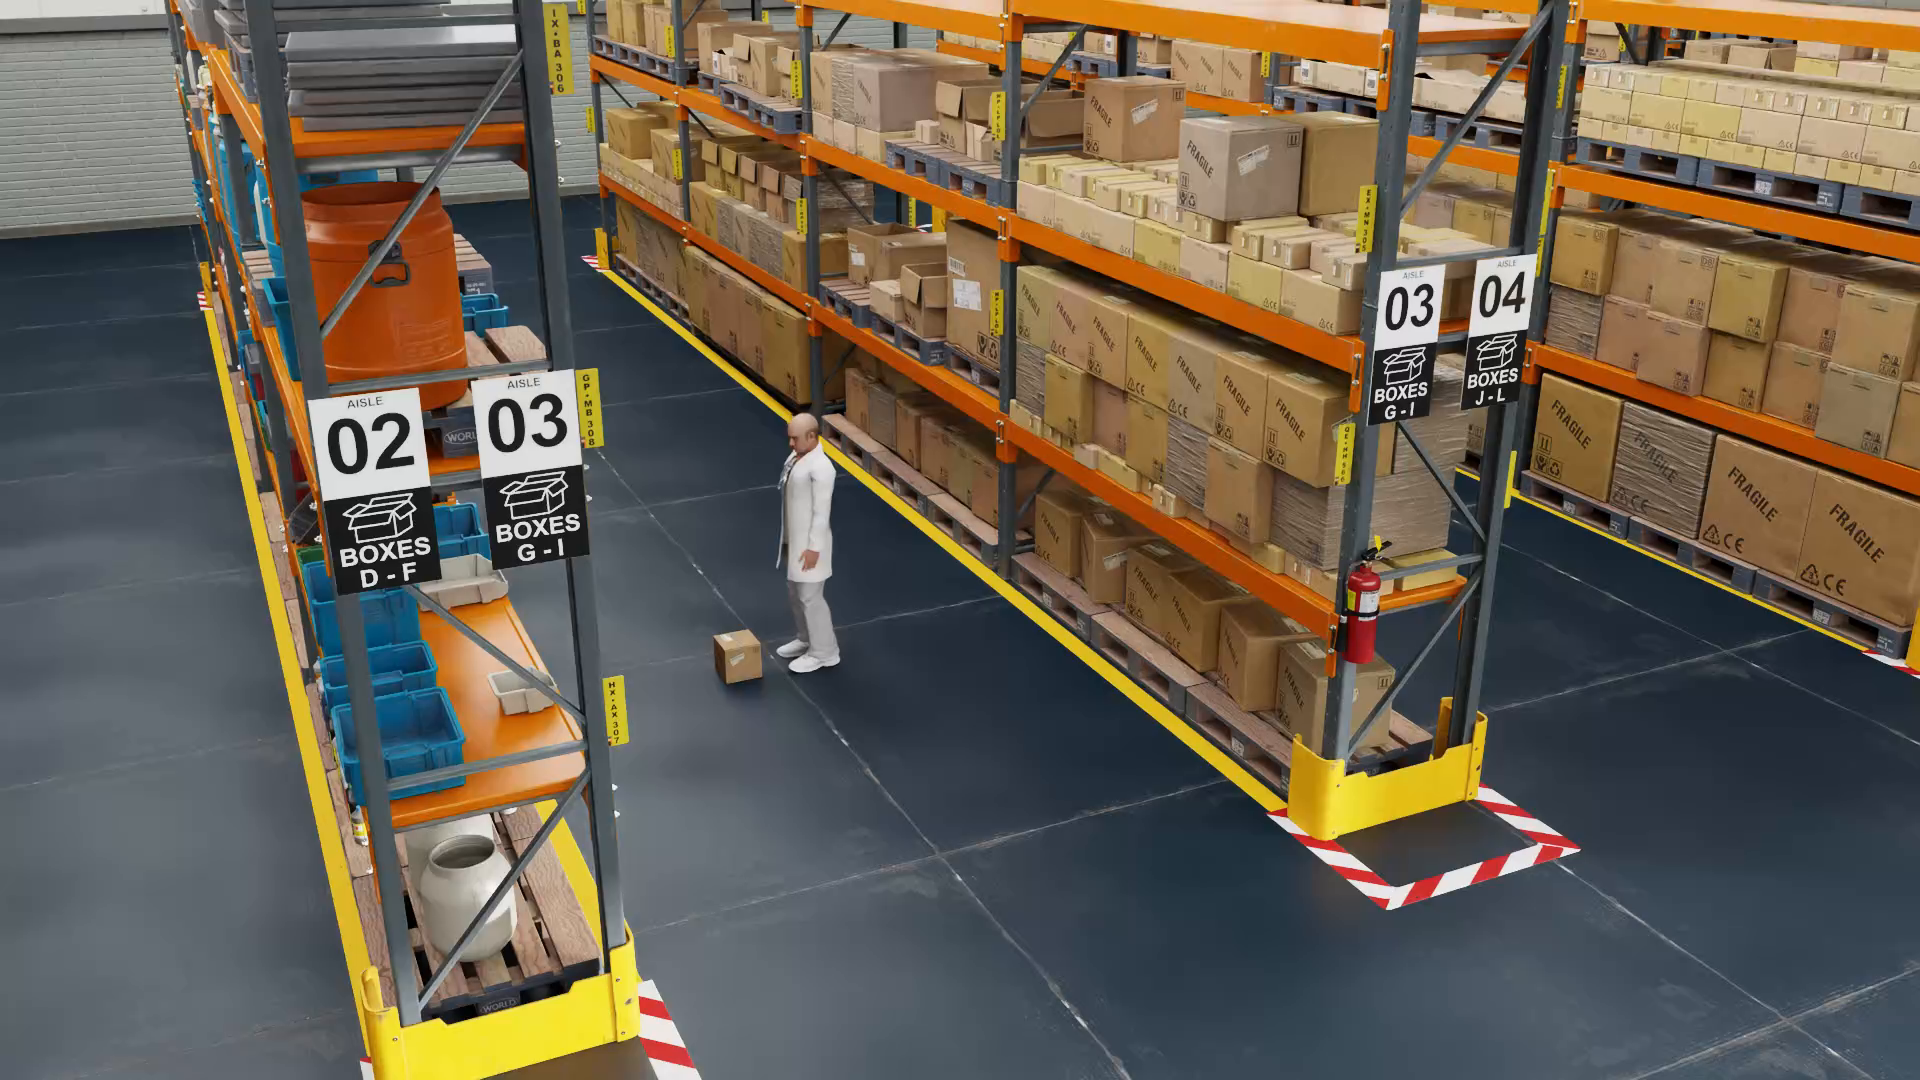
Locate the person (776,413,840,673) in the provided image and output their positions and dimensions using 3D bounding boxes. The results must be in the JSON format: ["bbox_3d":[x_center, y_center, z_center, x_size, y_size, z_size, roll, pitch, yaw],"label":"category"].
[{"bbox_3d":[-1.026,0.070,11.075,0.381,1.646,0.563,-10,24,-23],"label":"person"}]
